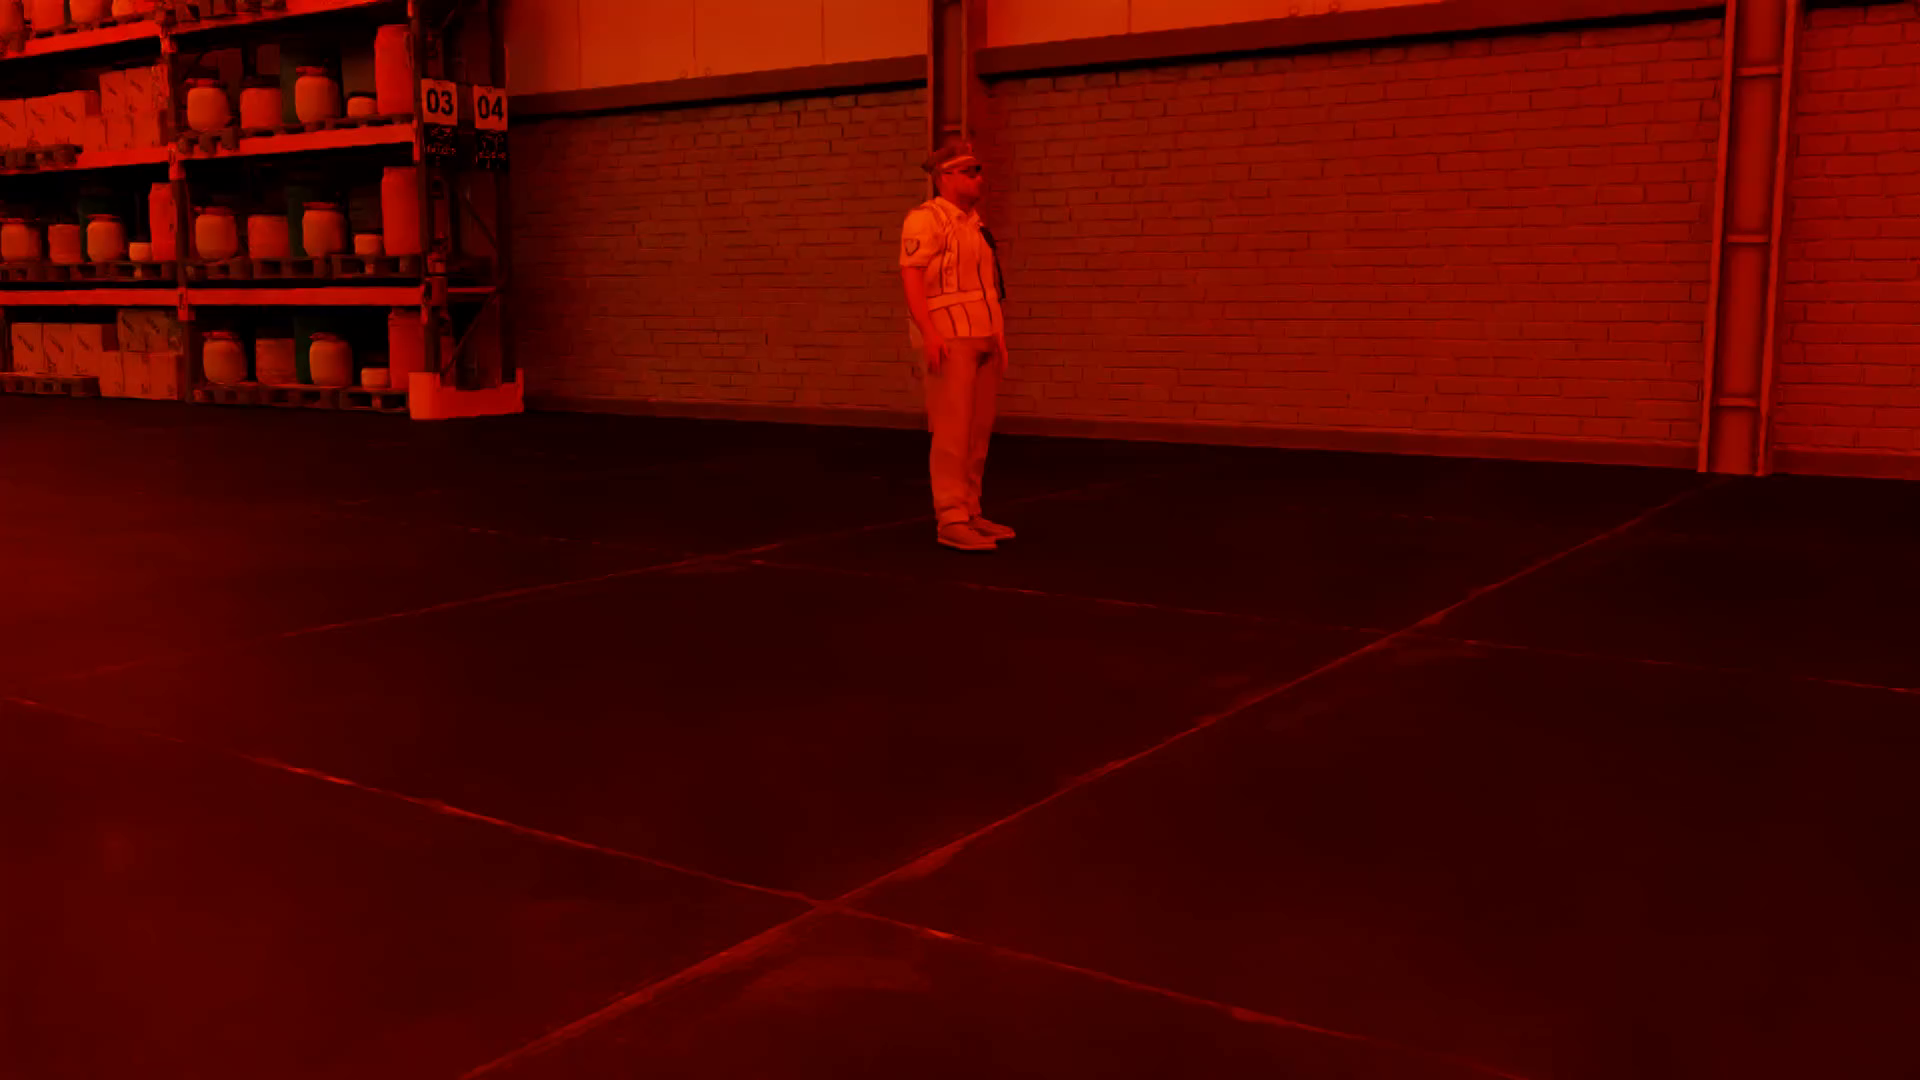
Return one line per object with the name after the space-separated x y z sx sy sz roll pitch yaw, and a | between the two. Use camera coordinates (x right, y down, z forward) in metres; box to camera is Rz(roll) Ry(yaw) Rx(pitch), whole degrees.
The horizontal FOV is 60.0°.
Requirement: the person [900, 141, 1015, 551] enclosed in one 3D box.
0.058 -0.882 7.424 0.574 1.781 0.640 5 10 34 | person
